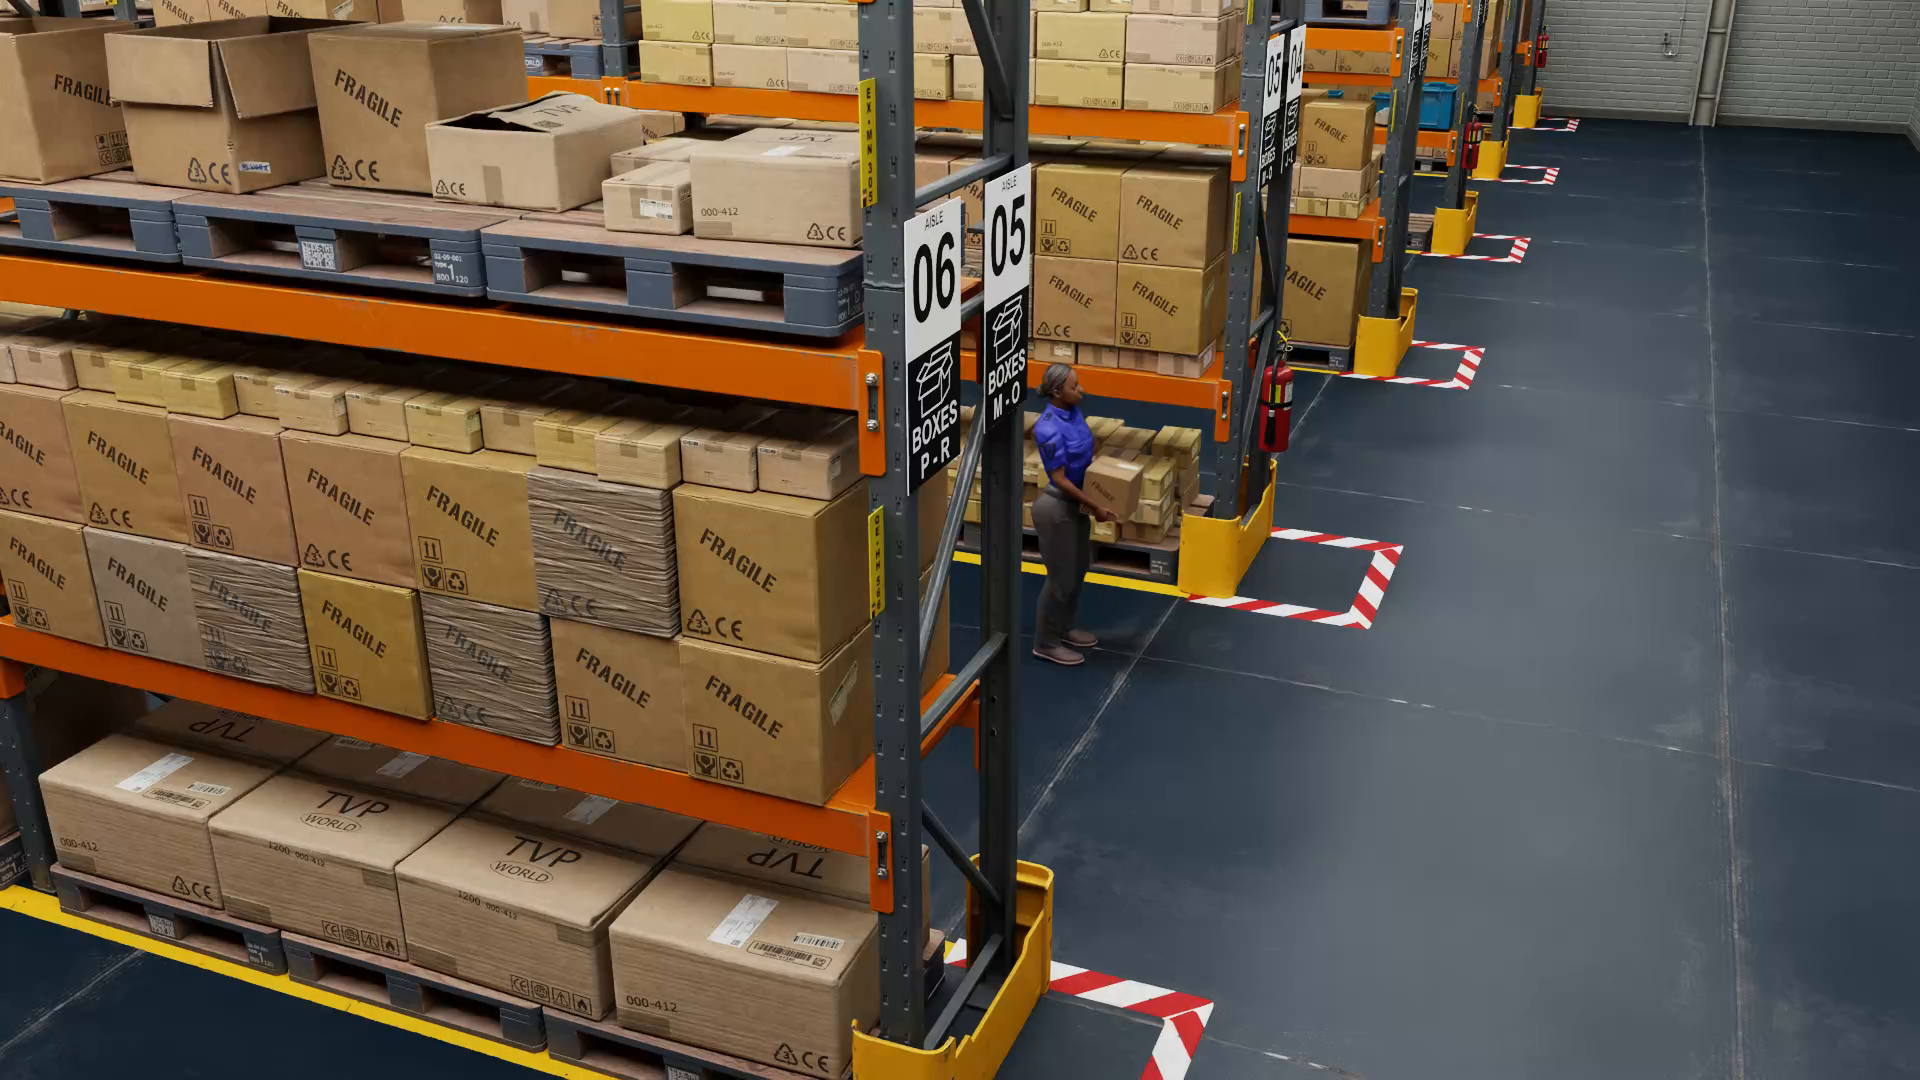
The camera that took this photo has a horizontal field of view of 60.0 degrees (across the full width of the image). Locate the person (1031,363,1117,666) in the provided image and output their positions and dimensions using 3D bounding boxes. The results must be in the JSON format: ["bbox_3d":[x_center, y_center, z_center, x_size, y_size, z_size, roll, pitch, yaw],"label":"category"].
[{"bbox_3d":[0.639,-0.135,8.940,0.518,1.650,0.451,9,24,21],"label":"person"}]
